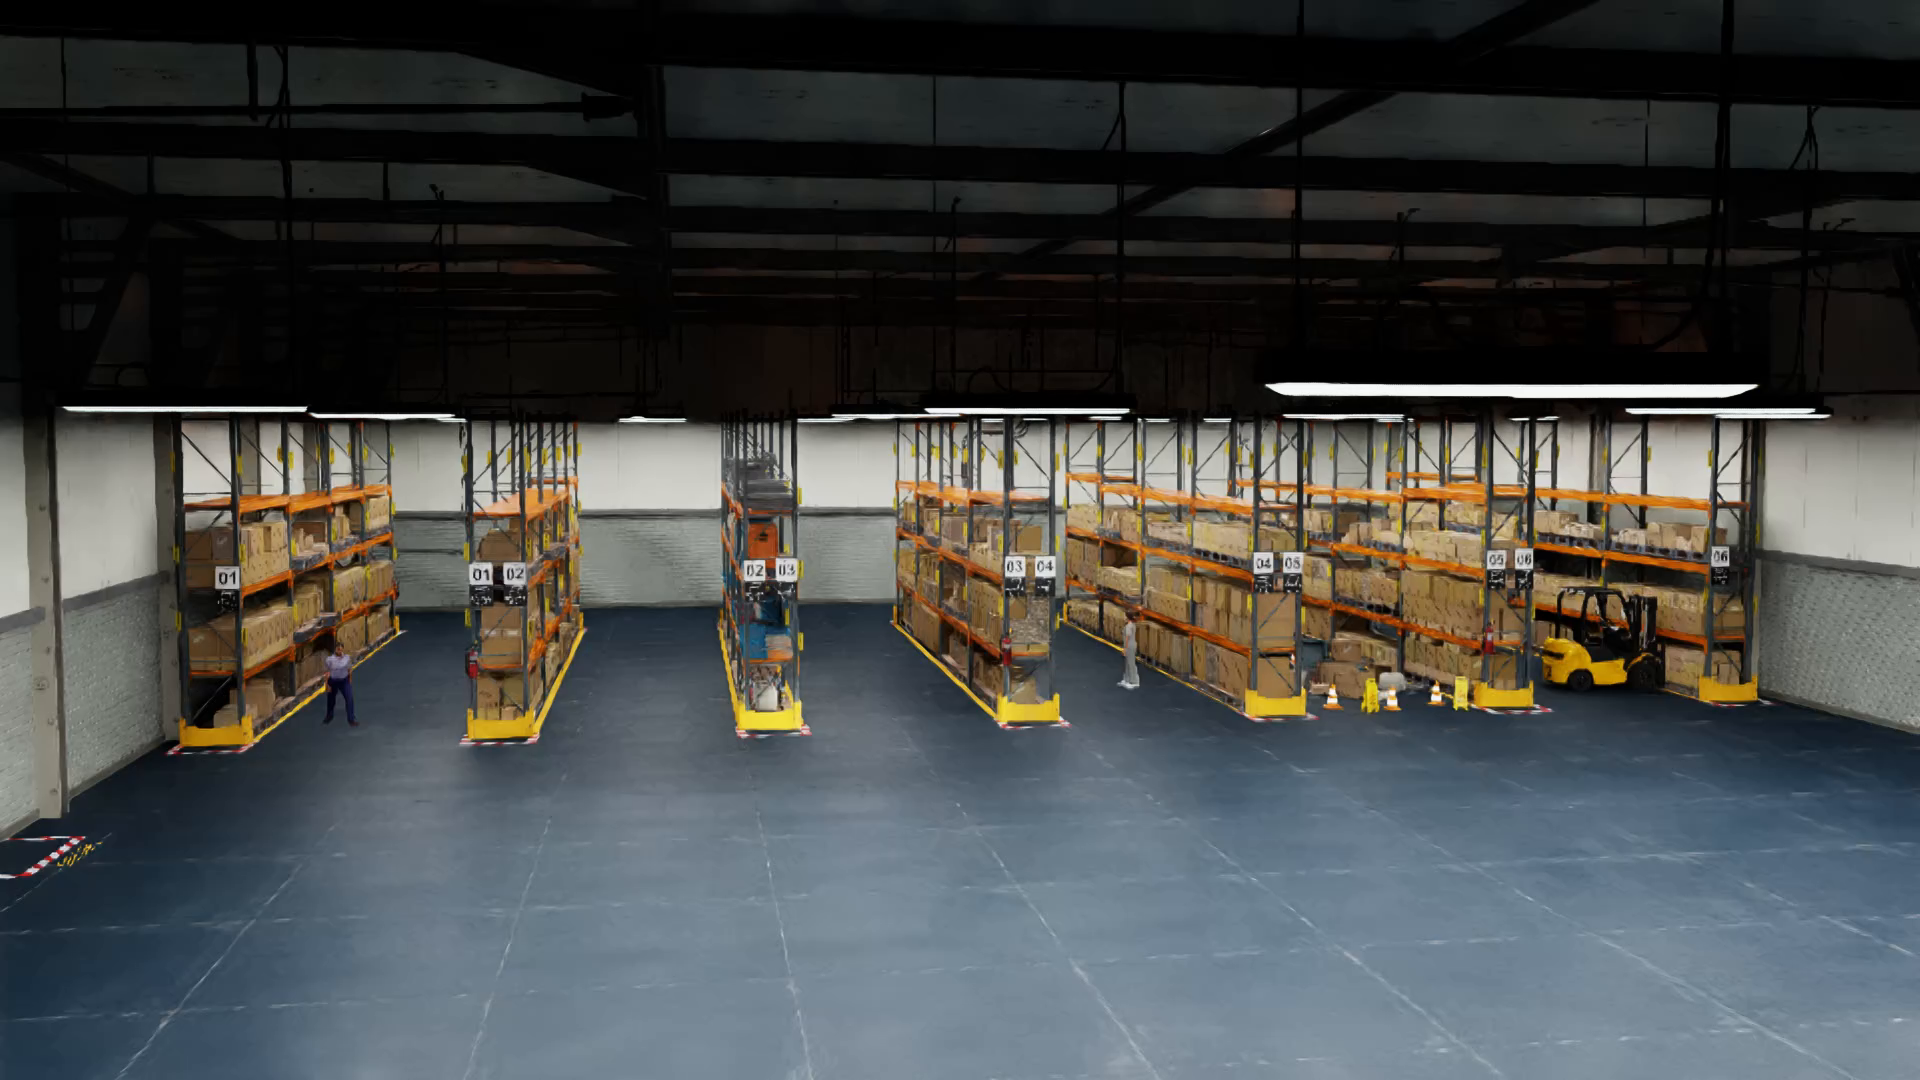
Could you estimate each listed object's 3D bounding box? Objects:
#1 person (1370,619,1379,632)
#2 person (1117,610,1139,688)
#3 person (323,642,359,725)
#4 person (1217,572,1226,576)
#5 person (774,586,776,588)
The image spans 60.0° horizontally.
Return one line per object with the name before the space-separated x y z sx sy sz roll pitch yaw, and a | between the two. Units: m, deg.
person | 11.099 1.667 45.162 0.583 1.782 0.665 1 4 20
person | 3.669 2.353 36.191 0.540 1.670 0.521 1 4 18
person | -11.829 2.722 31.662 0.518 1.595 0.942 -3 5 -32
person | 7.114 1.658 45.414 0.592 1.768 0.645 1 4 10
person | -4.896 1.855 44.871 0.455 1.475 0.600 -1 4 -15
